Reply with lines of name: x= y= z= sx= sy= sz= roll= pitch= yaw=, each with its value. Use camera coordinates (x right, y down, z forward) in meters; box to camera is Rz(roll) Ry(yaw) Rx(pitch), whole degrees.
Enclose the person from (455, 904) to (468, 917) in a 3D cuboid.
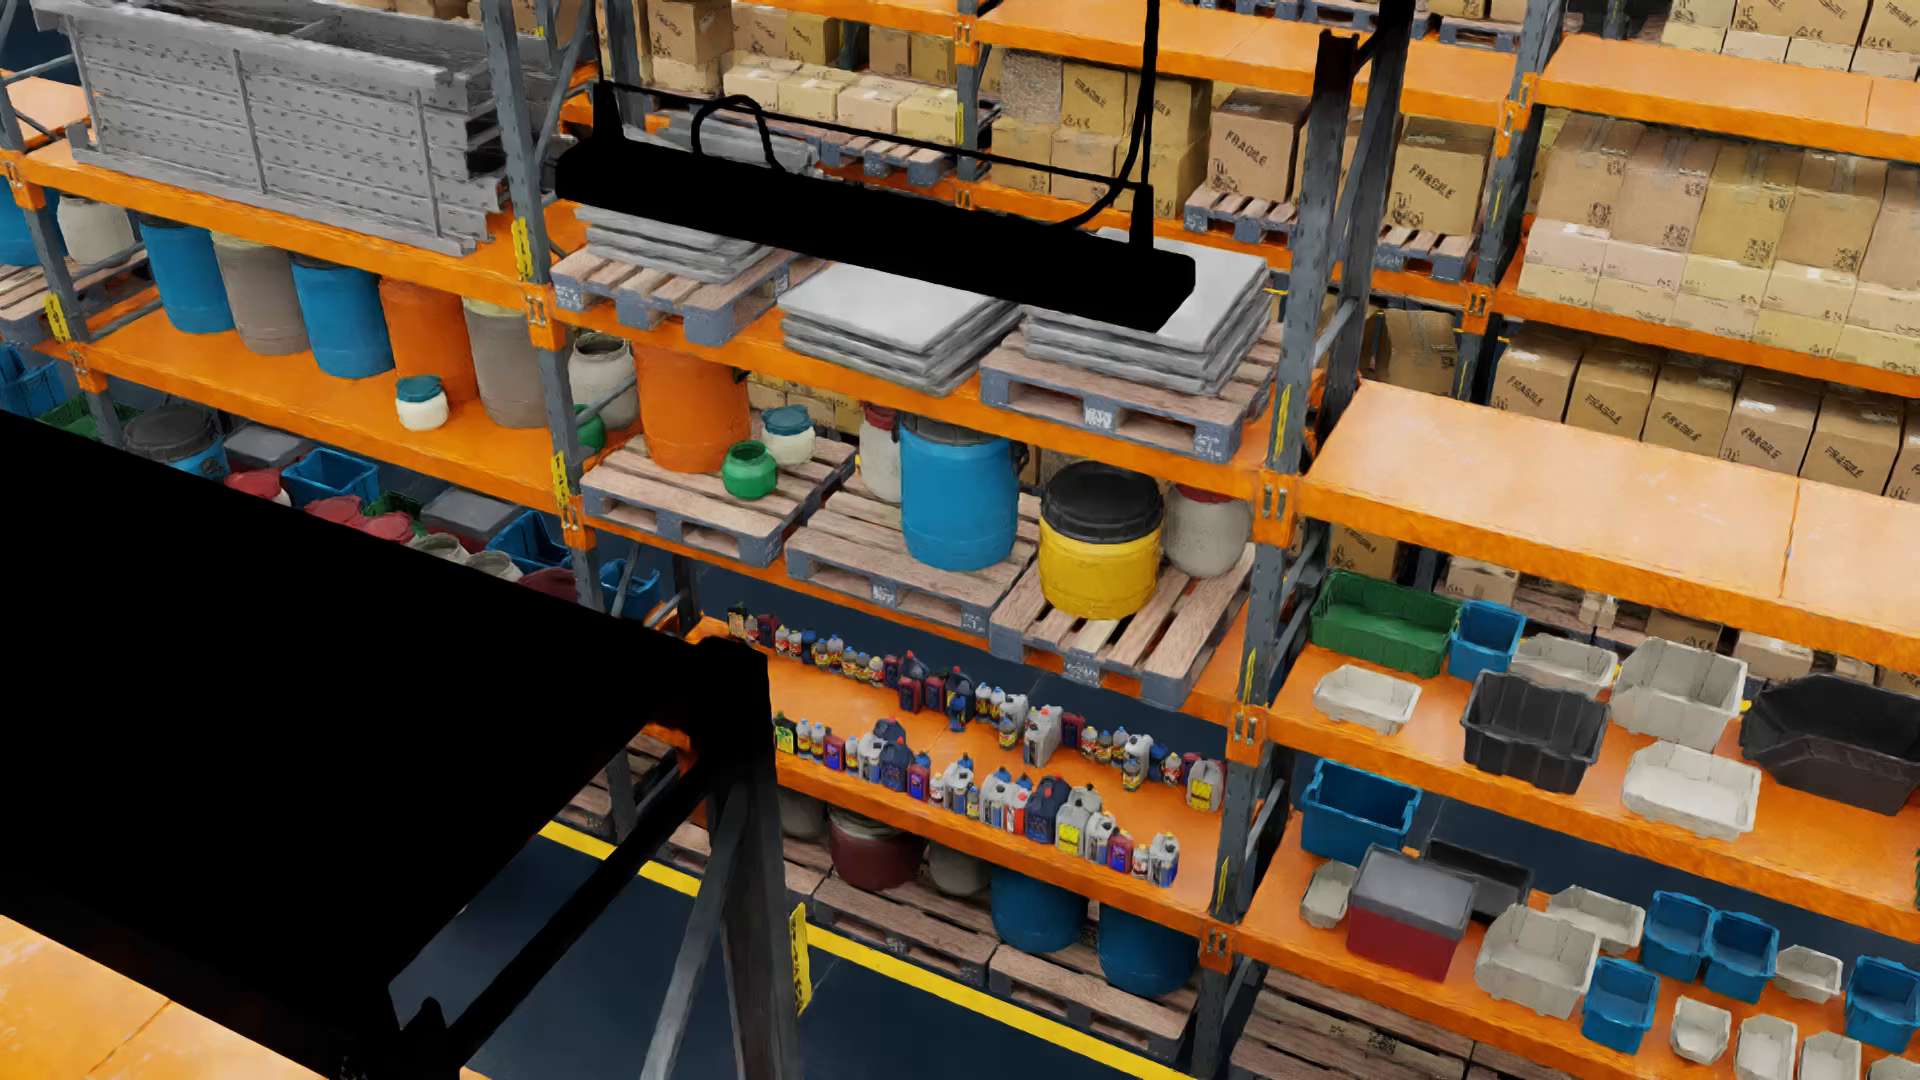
person: x=-3.352 y=1.534 z=10.121 sx=0.634 sy=1.766 sz=0.434 roll=3 pitch=35 yaw=4
